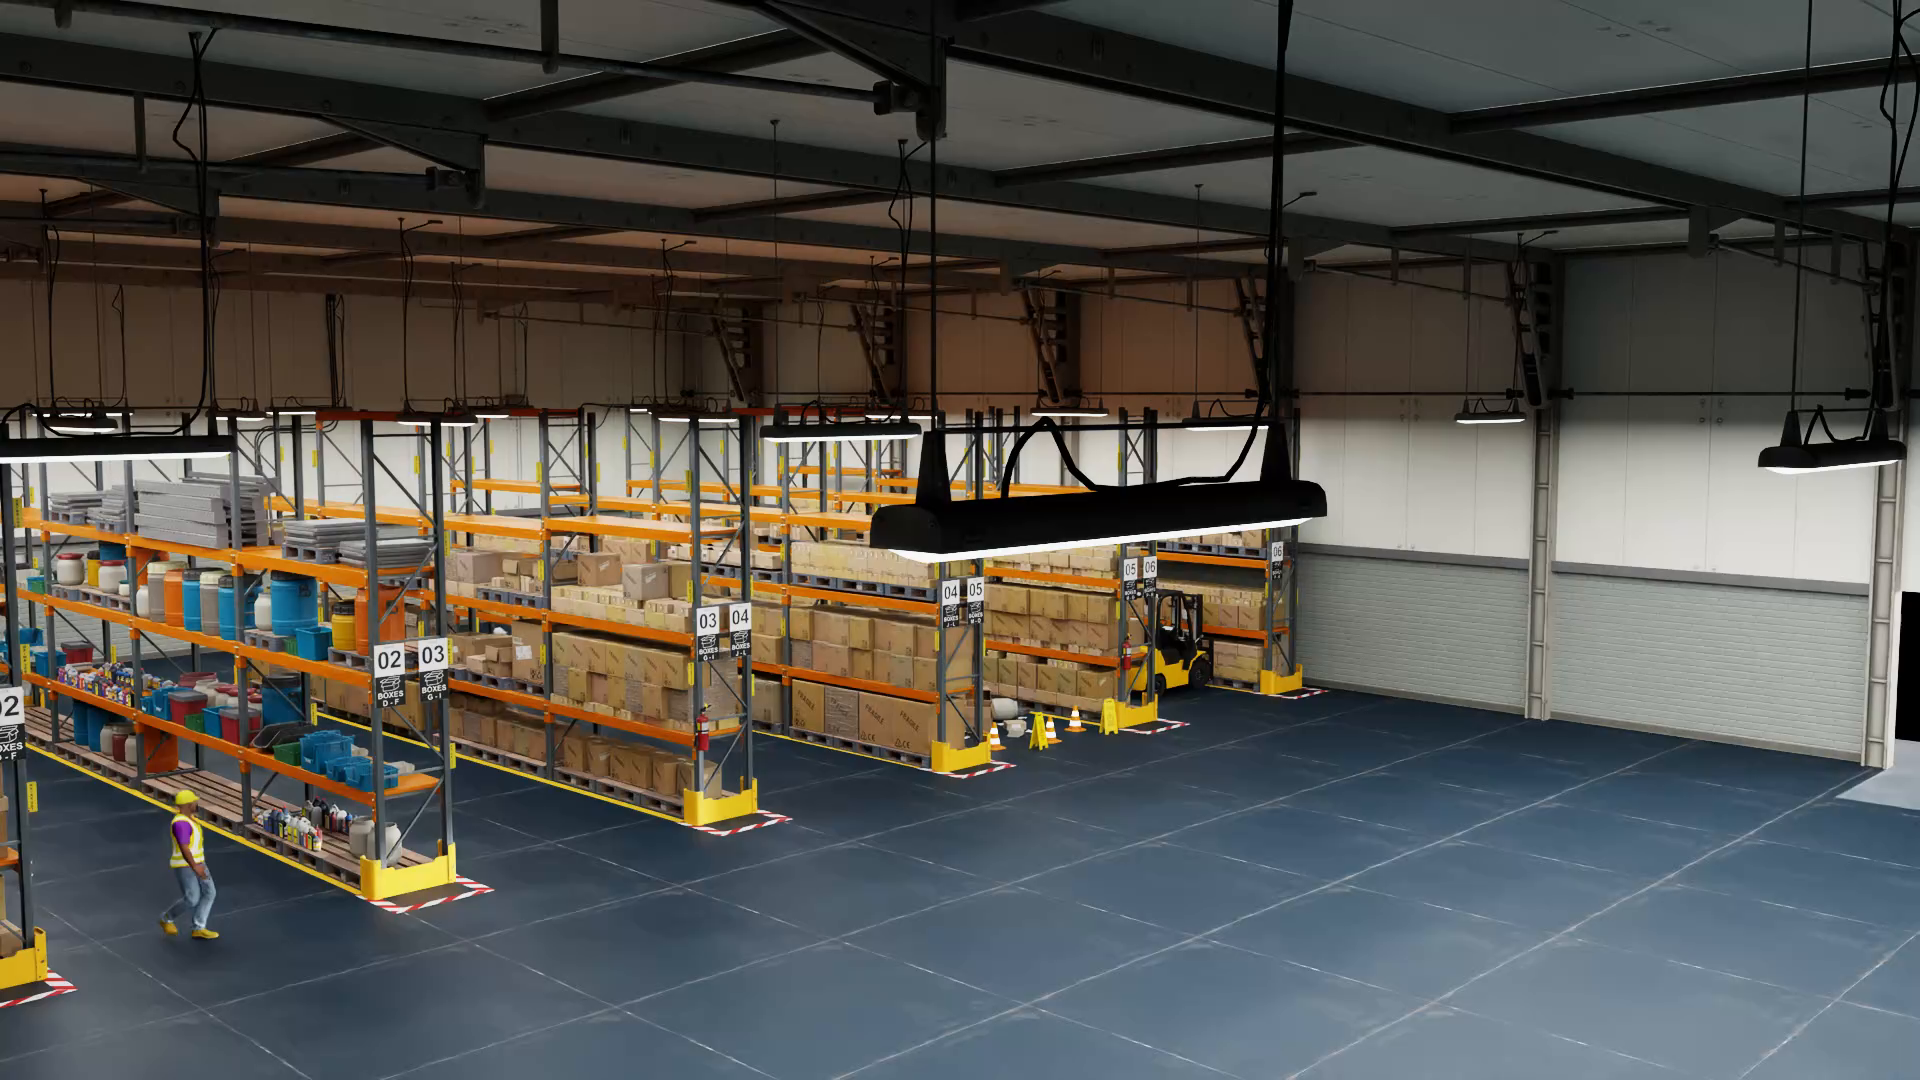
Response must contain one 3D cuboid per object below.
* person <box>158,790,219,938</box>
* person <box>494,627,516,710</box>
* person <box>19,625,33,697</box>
[{"bbox_3d":[-8.971,3.755,19.344,0.664,1.698,0.670,0,5,-2],"label":"person"},{"bbox_3d":[-8.824,2.574,32.349,0.586,1.778,0.590,-4,6,-39],"label":"person"},{"bbox_3d":[-18.896,2.540,33.588,0.499,1.691,0.517,-4,6,-35],"label":"person"}]
